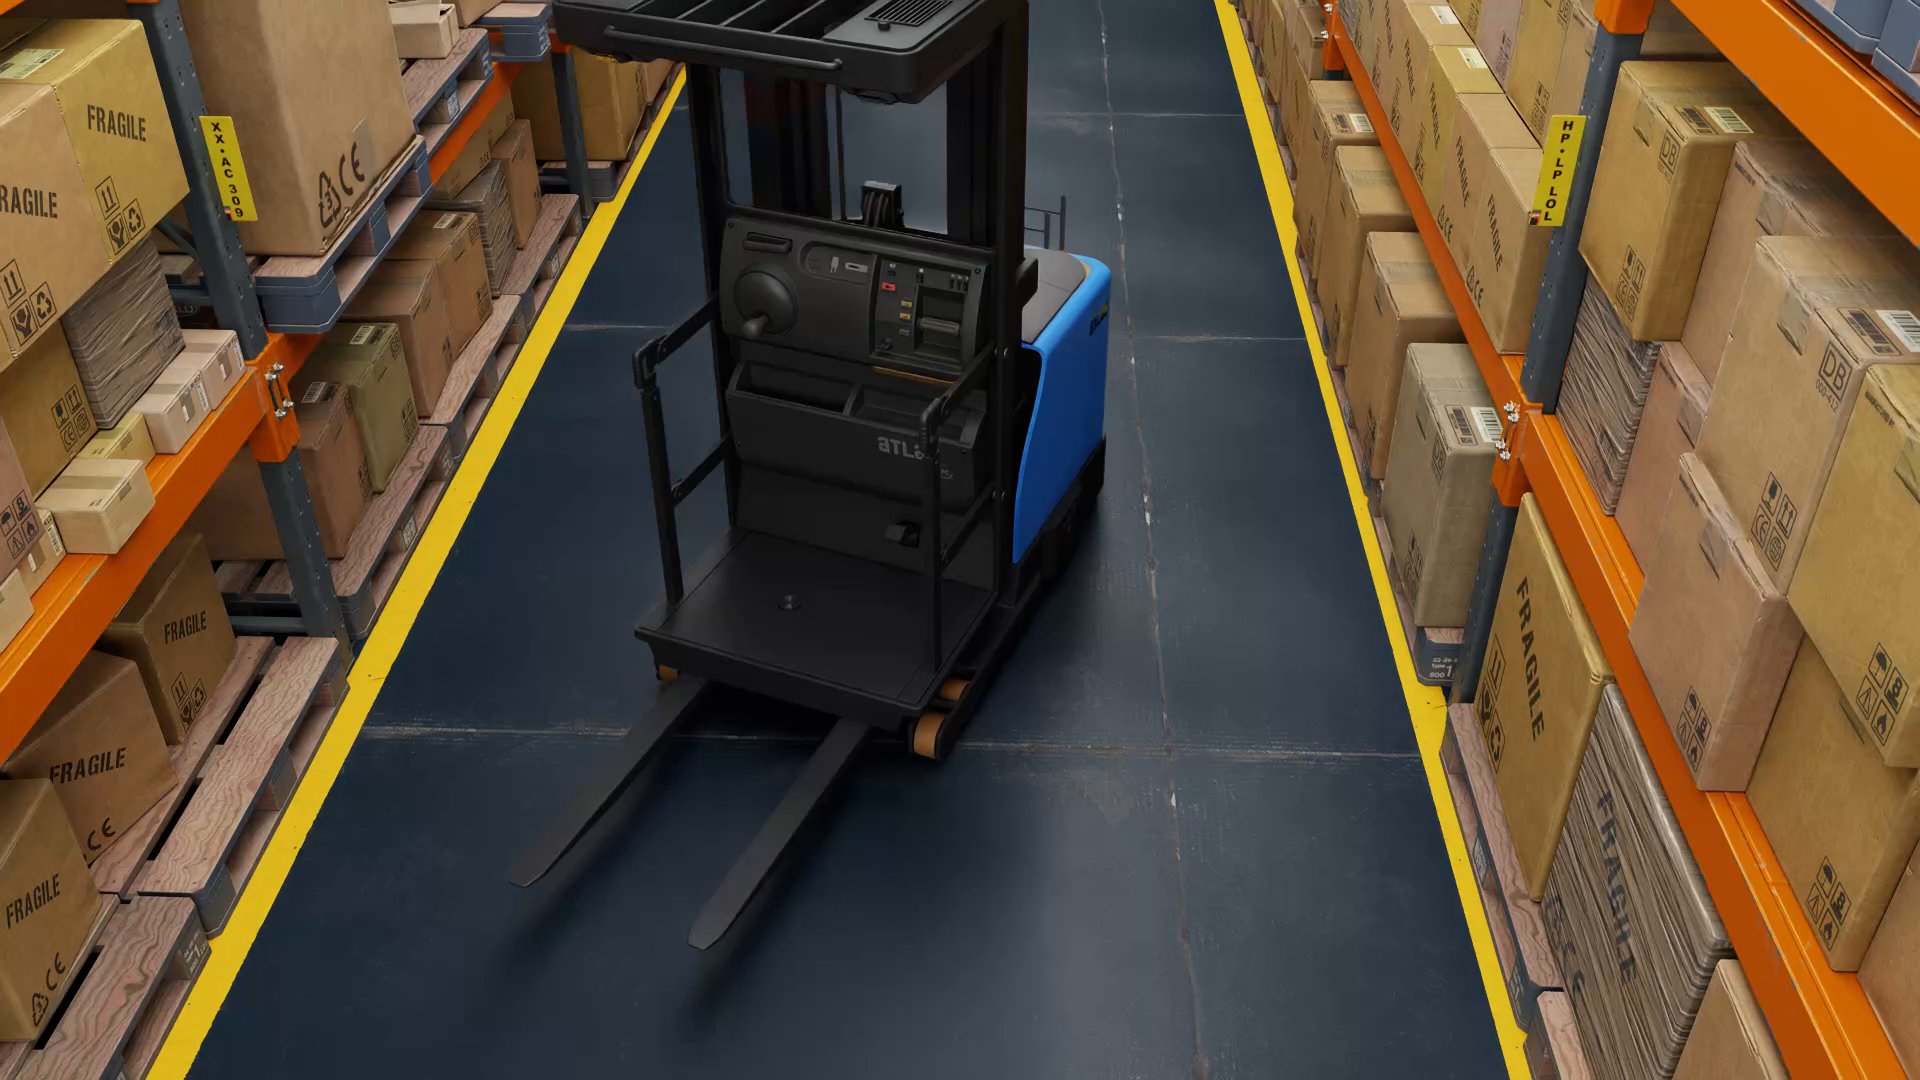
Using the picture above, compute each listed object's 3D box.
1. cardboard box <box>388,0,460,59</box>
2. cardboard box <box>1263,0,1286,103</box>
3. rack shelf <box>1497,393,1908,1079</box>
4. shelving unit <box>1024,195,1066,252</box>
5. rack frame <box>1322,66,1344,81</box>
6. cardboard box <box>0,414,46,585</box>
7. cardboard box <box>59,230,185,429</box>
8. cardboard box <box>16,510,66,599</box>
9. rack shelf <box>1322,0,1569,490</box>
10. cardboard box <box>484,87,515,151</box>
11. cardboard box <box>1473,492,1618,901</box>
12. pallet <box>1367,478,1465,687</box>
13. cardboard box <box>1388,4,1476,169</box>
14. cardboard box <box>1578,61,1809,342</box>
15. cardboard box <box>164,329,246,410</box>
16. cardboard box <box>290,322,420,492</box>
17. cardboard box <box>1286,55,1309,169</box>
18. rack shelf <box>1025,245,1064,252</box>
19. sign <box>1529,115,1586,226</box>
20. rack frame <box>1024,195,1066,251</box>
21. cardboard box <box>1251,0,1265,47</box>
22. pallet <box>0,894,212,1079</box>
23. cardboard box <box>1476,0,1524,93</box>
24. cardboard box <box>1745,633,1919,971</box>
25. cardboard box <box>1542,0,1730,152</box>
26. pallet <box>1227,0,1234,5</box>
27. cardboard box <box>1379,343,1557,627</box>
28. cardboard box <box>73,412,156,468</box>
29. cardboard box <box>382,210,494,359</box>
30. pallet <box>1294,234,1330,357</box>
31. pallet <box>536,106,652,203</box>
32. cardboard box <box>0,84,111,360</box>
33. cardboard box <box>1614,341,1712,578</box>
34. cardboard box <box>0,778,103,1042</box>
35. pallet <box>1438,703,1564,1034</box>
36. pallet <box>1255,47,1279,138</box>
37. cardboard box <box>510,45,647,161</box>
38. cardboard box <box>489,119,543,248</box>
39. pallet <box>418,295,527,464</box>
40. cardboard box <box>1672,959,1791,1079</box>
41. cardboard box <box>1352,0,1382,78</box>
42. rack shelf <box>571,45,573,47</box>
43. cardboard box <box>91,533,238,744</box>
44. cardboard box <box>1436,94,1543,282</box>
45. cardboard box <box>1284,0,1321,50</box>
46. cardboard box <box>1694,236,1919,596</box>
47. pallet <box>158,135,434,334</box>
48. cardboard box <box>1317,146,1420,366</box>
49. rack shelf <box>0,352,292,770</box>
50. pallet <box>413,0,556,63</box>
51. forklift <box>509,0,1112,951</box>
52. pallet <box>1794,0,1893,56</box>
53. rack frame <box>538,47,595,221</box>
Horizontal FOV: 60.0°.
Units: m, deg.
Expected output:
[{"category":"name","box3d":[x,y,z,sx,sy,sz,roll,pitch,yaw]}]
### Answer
[{"category":"cardboard box","box3d":[-2.363,-2.210,7.038,0.396,0.266,0.258,0,35,1]},{"category":"cardboard box","box3d":[2.181,-3.021,10.248,0.500,0.500,0.500,0,35,0]},{"category":"rack shelf","box3d":[2.145,0.856,3.548,1.077,0.370,4.000,1,35,2]},{"category":"shelving unit","box3d":[0.275,-0.856,6.924,0.258,1.200,0.189,14,37,19]},{"category":"rack frame","box3d":[2.386,-2.885,8.247,1.000,3.000,0.127,1,35,2]},{"category":"cardboard box","box3d":[-2.781,-0.089,3.922,0.875,0.500,0.500,1,35,2]},{"category":"cardboard box","box3d":[-2.807,-0.665,4.742,0.875,0.500,0.500,1,35,2]},{"category":"cardboard box","box3d":[-2.572,0.046,4.295,0.380,0.149,0.250,1,35,2]},{"category":"rack shelf","box3d":[2.306,-1.442,6.818,1.077,0.370,4.000,1,35,2]},{"category":"cardboard box","box3d":[-2.563,-2.136,8.320,0.500,0.250,0.500,3,35,4]},{"category":"cardboard box","box3d":[2.130,0.470,4.955,0.875,0.875,0.875,2,35,3]},{"category":"pallet","box3d":[2.181,0.109,6.412,1.003,0.211,1.213,1,35,2]},{"category":"cardboard box","box3d":[2.038,-1.806,6.624,0.500,0.500,0.500,1,35,1]},{"category":"cardboard box","box3d":[2.176,-0.879,4.323,0.875,0.550,0.550,1,35,2]},{"category":"cardboard box","box3d":[-2.442,-0.527,5.109,0.380,0.149,0.250,1,35,2]},{"category":"cardboard box","box3d":[-2.643,-0.543,6.705,0.700,0.500,0.500,1,35,2]},{"category":"cardboard box","box3d":[2.151,-2.418,9.391,0.500,0.500,0.500,1,35,2]},{"category":"rack shelf","box3d":[0.275,-1.114,6.743,0.258,0.103,0.180,14,37,19]},{"category":"sign","box3d":[1.683,-1.035,4.676,0.100,0.325,0.005,1,35,2]},{"category":"rack frame","box3d":[0.311,-0.904,6.993,0.240,1.200,0.006,14,37,19]},{"category":"cardboard box","box3d":[2.232,-3.610,11.087,0.500,0.500,0.500,3,35,4]},{"category":"pallet","box3d":[-2.765,1.471,4.474,1.003,0.211,1.213,1,35,2]},{"category":"cardboard box","box3d":[2.279,-1.908,5.900,0.700,0.500,0.500,2,35,2]},{"category":"cardboard box","box3d":[2.162,0.495,3.307,0.875,0.550,0.500,1,35,2]},{"category":"cardboard box","box3d":[2.239,-1.322,5.066,0.700,0.500,0.500,1,35,1]},{"category":"pallet","box3d":[2.538,-4.429,12.869,1.003,0.211,1.213,1,35,2]},{"category":"cardboard box","box3d":[2.160,-0.197,6.013,1.050,0.750,0.750,1,35,2]},{"category":"cardboard box","box3d":[-2.531,-0.241,4.703,0.380,0.149,0.250,1,35,2]},{"category":"cardboard box","box3d":[-2.598,-1.185,7.619,0.700,0.500,0.500,4,35,6]},{"category":"pallet","box3d":[2.279,-1.293,8.406,1.003,0.211,1.213,1,35,2]},{"category":"pallet","box3d":[-2.459,-2.368,9.936,1.003,0.211,1.213,1,35,2]},{"category":"cardboard box","box3d":[-2.489,-0.779,4.035,0.500,0.500,0.500,1,35,2]},{"category":"cardboard box","box3d":[2.223,-0.120,4.181,0.875,0.550,0.550,1,35,2]},{"category":"cardboard box","box3d":[-2.745,1.008,4.516,0.500,0.500,0.500,-2,35,-2]},{"category":"pallet","box3d":[2.116,0.989,5.159,1.003,0.211,1.213,1,35,2]},{"category":"pallet","box3d":[2.470,-2.892,10.682,1.003,0.211,1.213,1,35,2]},{"category":"cardboard box","box3d":[-2.518,-2.756,9.546,1.225,0.875,0.875,0,35,0]},{"category":"cardboard box","box3d":[-2.573,-1.830,8.536,0.700,0.500,0.500,0,35,-1]},{"category":"pallet","box3d":[-2.651,-0.769,7.660,1.003,0.211,1.213,1,35,2]},{"category":"cardboard box","box3d":[2.059,1.512,3.473,0.875,0.875,0.875,1,35,1]},{"category":"cardboard box","box3d":[2.080,-2.382,7.444,0.500,0.500,0.500,1,35,1]},{"category":"rack shelf","box3d":[-2.486,-3.913,10.334,1.077,0.370,4.000,1,35,2]},{"category":"cardboard box","box3d":[-2.783,0.320,5.495,0.500,0.500,0.500,0,35,0]},{"category":"cardboard box","box3d":[1.999,-1.224,5.796,0.500,0.500,0.500,1,35,1]},{"category":"cardboard box","box3d":[2.161,-3.030,9.610,0.500,0.250,0.500,2,35,3]},{"category":"cardboard box","box3d":[2.111,-0.253,3.432,0.875,0.550,0.550,1,35,2]},{"category":"pallet","box3d":[-2.551,-1.117,5.897,1.003,0.211,1.213,1,35,2]},{"category":"cardboard box","box3d":[2.240,-1.286,7.563,1.050,0.750,0.750,2,35,3]},{"category":"rack shelf","box3d":[-2.807,0.684,3.794,1.077,0.370,4.000,1,35,2]},{"category":"pallet","box3d":[-2.488,-2.567,7.961,1.213,0.211,1.003,1,35,2]},{"category":"forklift","box3d":[-0.441,-0.731,5.242,1.130,2.935,3.031,14,37,19]},{"category":"pallet","box3d":[2.182,-1.308,3.471,1.003,0.211,1.213,1,35,2]},{"category":"rack frame","box3d":[-2.566,-3.058,8.492,1.000,3.000,0.127,1,35,2]}]
